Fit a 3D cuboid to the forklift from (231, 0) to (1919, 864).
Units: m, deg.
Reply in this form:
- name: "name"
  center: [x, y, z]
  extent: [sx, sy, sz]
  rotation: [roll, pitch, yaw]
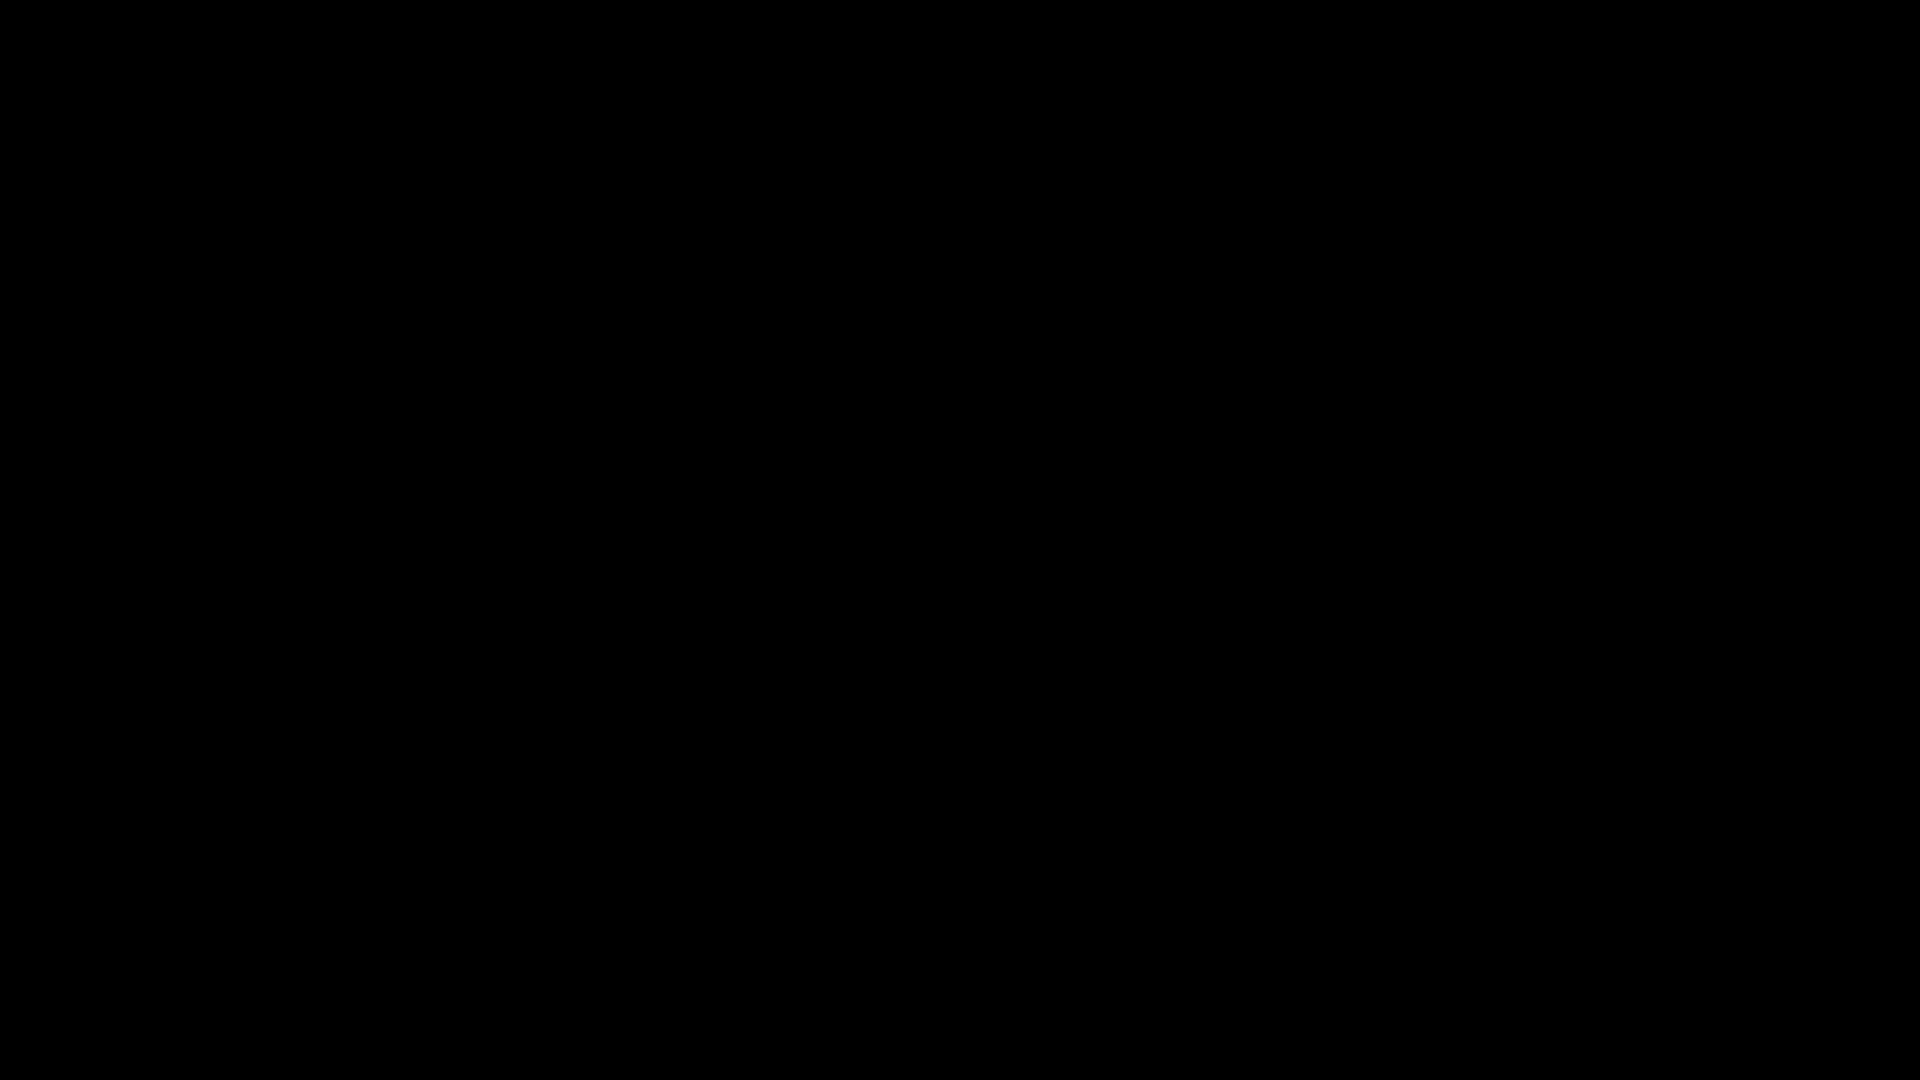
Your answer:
- name: "forklift"
  center: [0.578, -1.493, 2.210]
  extent: [3.031, 2.935, 1.130]
  rotation: [-19, 32, -33]
